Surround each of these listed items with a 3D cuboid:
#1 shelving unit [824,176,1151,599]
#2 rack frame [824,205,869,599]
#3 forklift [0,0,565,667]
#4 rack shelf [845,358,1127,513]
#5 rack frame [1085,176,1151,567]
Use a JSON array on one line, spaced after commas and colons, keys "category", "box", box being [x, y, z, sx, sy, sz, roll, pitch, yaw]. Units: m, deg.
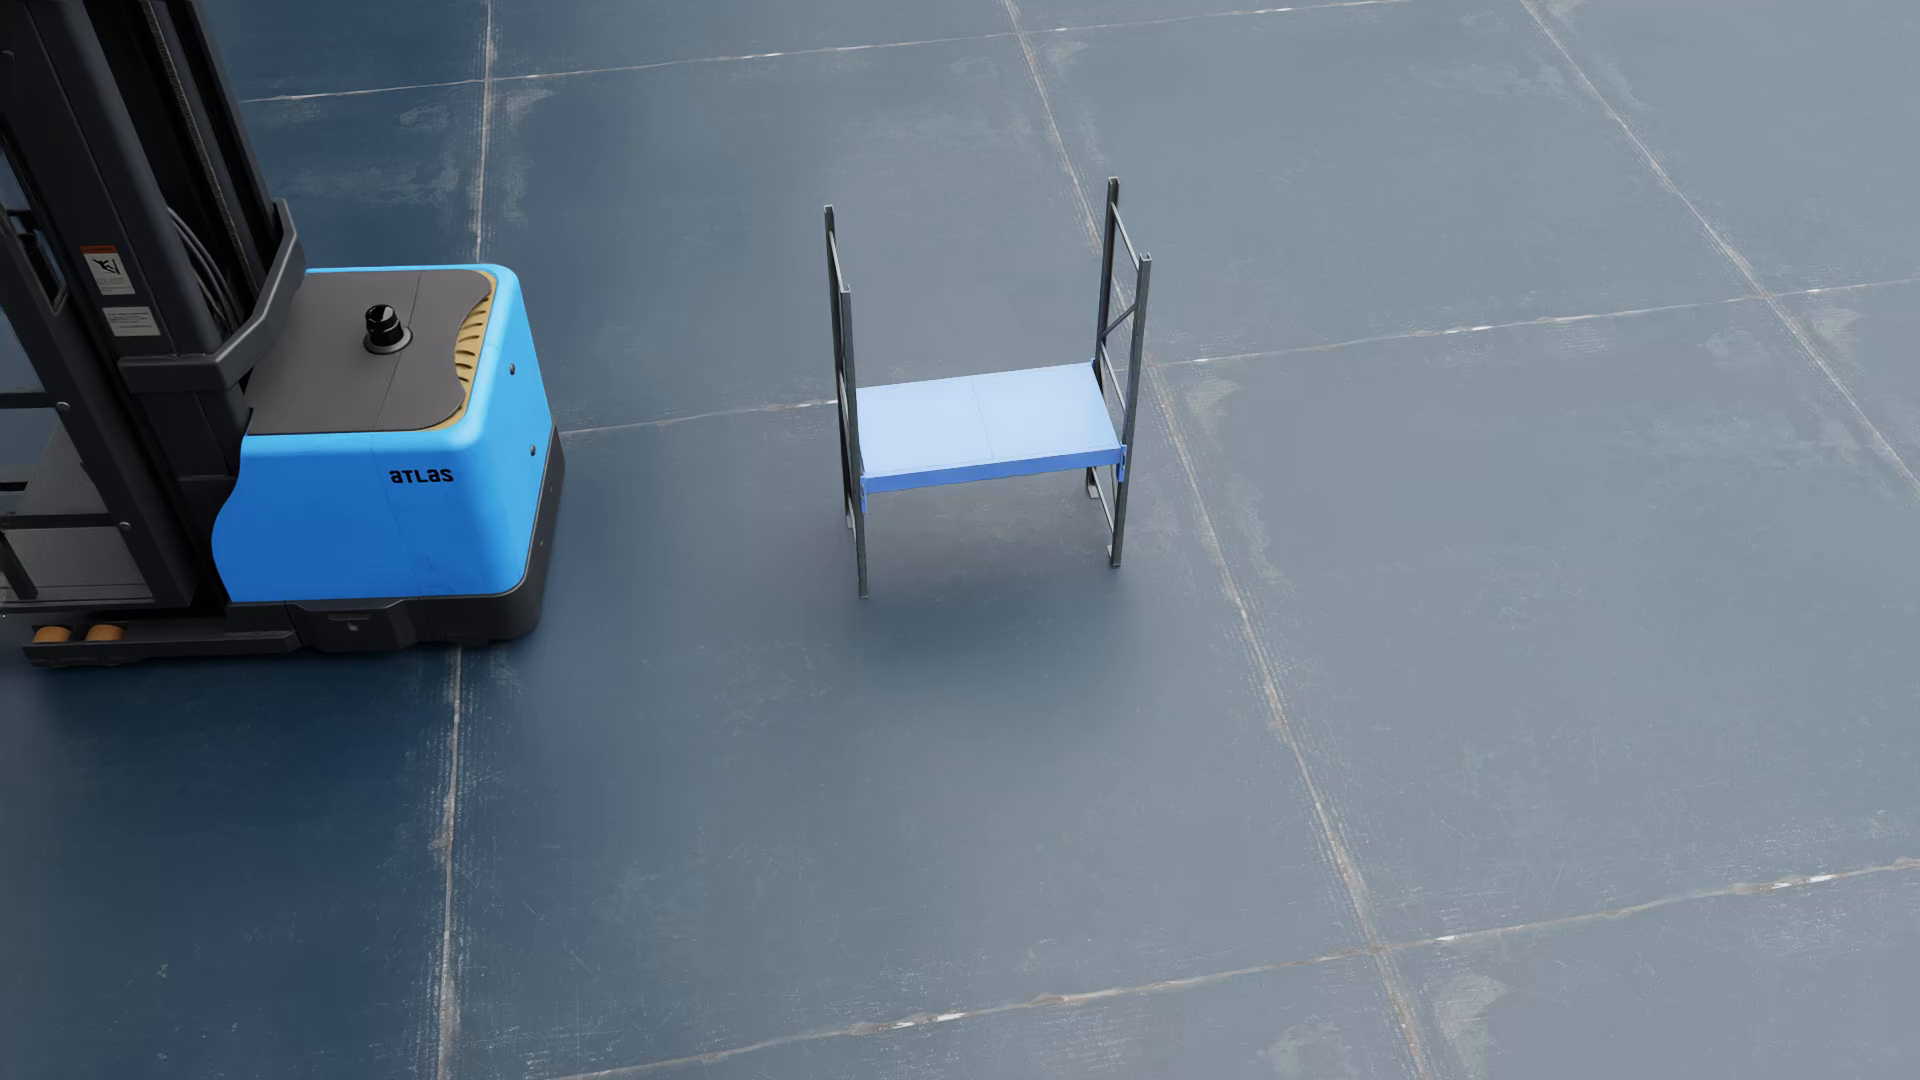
[{"category": "shelving unit", "box": [0.084, -0.531, 6.220, 1.048, 1.500, 0.538, -7, 46, -7]}, {"category": "rack frame", "box": [-0.417, -0.468, 6.160, 0.032, 1.500, 0.500, -7, 46, -7]}, {"category": "forklift", "box": [-3.145, -0.926, 5.607, 3.031, 2.935, 1.130, -2, 46, -2]}, {"category": "rack shelf", "box": [0.084, -0.406, 6.350, 1.000, 0.185, 0.538, -7, 46, -7]}, {"category": "rack frame", "box": [0.585, -0.593, 6.280, 0.032, 1.500, 0.500, -7, 46, -7]}]
